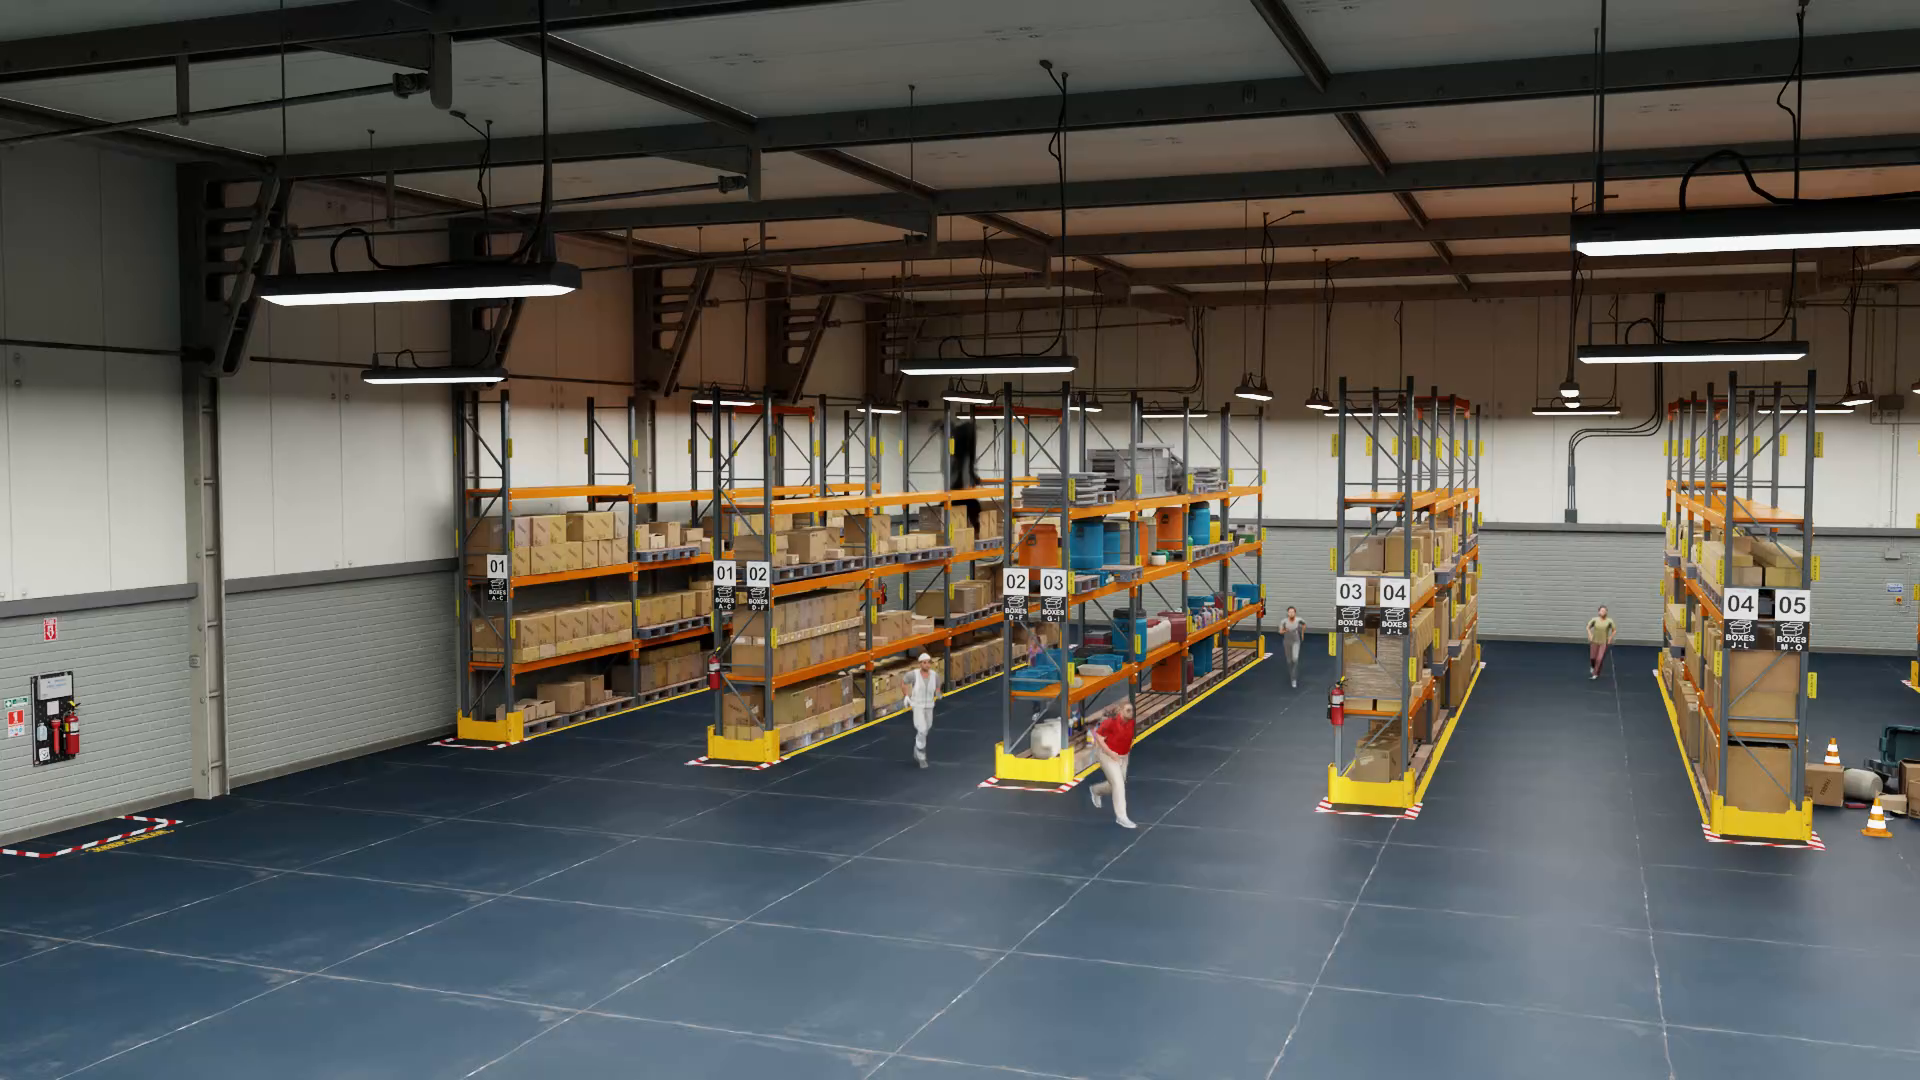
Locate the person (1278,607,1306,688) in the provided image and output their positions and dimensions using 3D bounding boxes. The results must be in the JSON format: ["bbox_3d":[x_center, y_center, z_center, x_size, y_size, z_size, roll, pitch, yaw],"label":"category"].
[{"bbox_3d":[7.009,2.263,35.100,0.549,1.707,0.839,1,3,16],"label":"person"}]

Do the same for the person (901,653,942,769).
[{"bbox_3d":[-0.583,2.688,26.220,0.584,1.841,0.883,-2,3,-26],"label":"person"}]

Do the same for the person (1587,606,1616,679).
[{"bbox_3d":[13.899,2.221,36.045,0.599,1.607,0.549,1,3,24],"label":"person"}]

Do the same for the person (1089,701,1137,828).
[{"bbox_3d":[2.006,2.956,22.265,0.648,1.685,0.911,-2,4,-34],"label":"person"}]

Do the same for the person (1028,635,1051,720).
[{"bbox_3d":[1.506,2.532,31.001,0.538,1.585,0.893,2,4,26],"label":"person"}]
